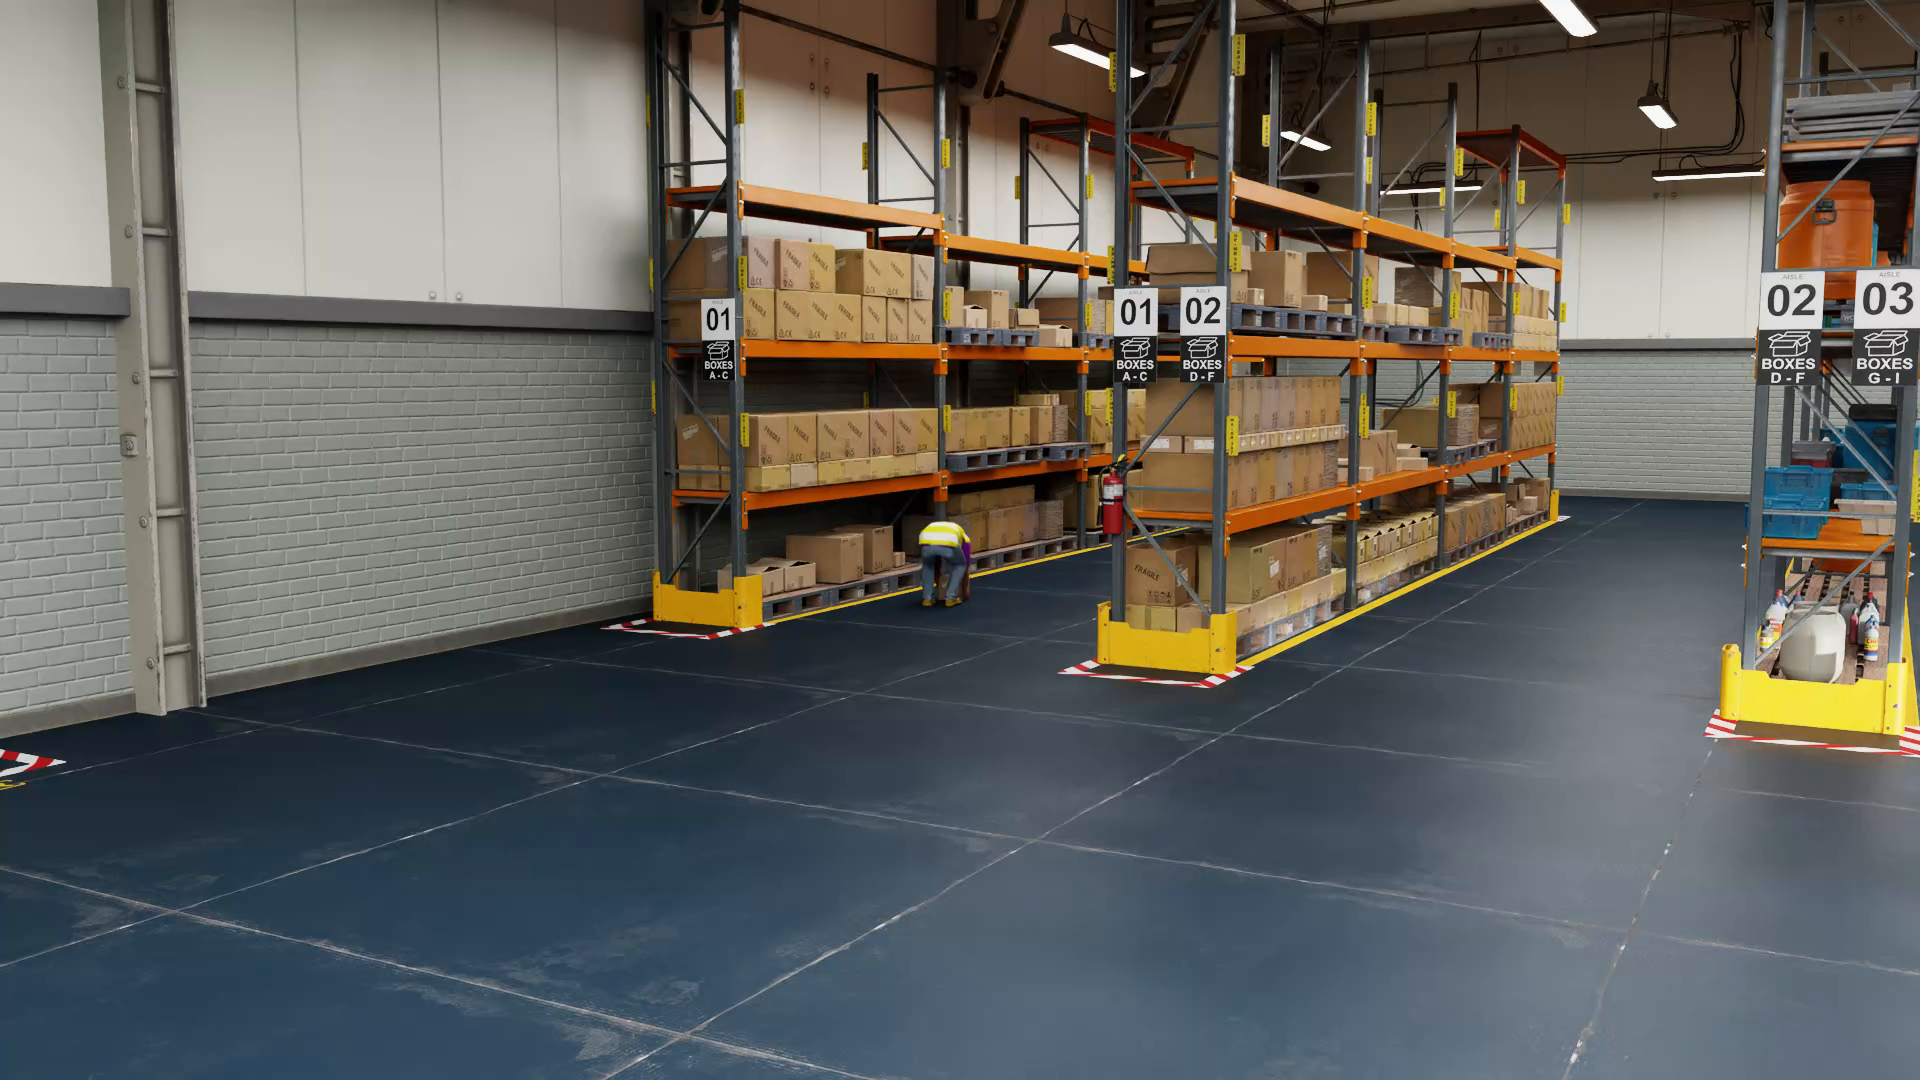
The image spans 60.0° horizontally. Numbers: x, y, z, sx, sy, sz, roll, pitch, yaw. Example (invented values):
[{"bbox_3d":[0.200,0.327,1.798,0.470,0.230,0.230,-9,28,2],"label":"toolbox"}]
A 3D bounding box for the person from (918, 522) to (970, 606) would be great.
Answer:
[{"bbox_3d":[-0.163,0.239,17.972,0.507,0.907,0.978,1,6,13],"label":"person"}]
